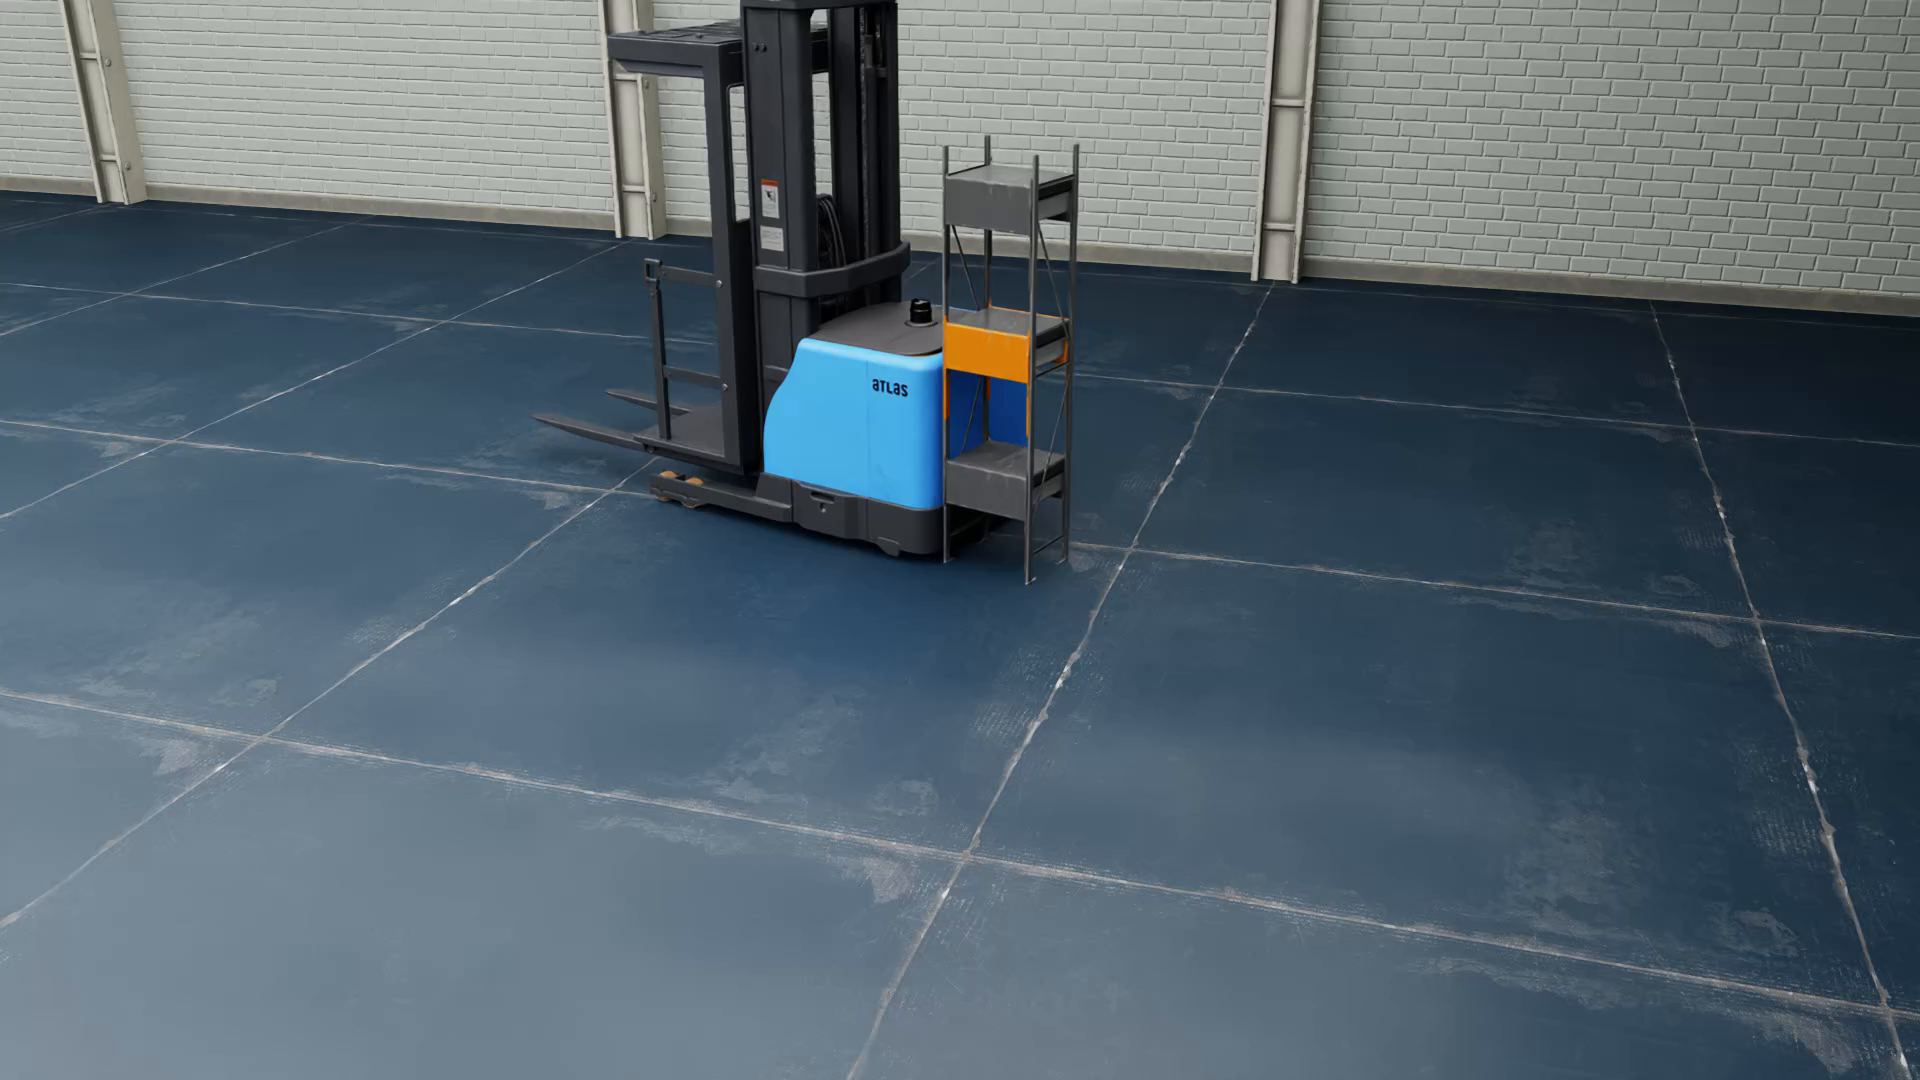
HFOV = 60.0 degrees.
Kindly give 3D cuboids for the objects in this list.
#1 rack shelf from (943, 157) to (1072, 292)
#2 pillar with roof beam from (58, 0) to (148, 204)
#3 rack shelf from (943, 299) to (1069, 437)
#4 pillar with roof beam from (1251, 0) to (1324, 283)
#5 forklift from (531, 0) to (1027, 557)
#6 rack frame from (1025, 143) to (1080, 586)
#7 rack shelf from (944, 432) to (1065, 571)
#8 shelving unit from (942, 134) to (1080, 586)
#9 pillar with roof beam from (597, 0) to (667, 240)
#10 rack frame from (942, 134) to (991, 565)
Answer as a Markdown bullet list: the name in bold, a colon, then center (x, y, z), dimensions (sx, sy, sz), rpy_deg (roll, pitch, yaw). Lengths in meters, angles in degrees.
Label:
- **rack shelf**: center (0.236, -1.495, 7.838), dimensions (0.480, 0.518, 0.431), rpy_deg (14, 26, 31)
- **pillar with roof beam**: center (-10.020, -6.162, 11.934), dimensions (0.400, 9.000, 9.100), rpy_deg (7, 23, 16)
- **rack shelf**: center (0.236, -0.847, 8.104), dimensions (0.480, 0.518, 0.431), rpy_deg (14, 26, 31)
- **pillar with roof beam**: center (1.468, -4.846, 8.727), dimensions (0.400, 9.000, 9.100), rpy_deg (7, 23, 16)
- **forklift**: center (-1.132, -1.684, 9.013), dimensions (3.031, 2.935, 1.130), rpy_deg (14, 26, 31)
- **rack frame**: center (0.440, -0.809, 7.975), dimensions (0.015, 2.100, 0.400), rpy_deg (14, 26, 31)
- **rack shelf**: center (0.236, -0.199, 8.370), dimensions (0.480, 0.518, 0.431), rpy_deg (14, 26, 31)
- **shelving unit**: center (0.236, -0.860, 8.099), dimensions (0.503, 2.100, 0.431), rpy_deg (14, 26, 31)
- **pillar with roof beam**: center (-4.276, -5.504, 10.331), dimensions (0.400, 9.000, 9.100), rpy_deg (7, 23, 16)
- **rack frame**: center (0.032, -0.911, 8.223), dimensions (0.015, 2.100, 0.400), rpy_deg (14, 26, 31)
